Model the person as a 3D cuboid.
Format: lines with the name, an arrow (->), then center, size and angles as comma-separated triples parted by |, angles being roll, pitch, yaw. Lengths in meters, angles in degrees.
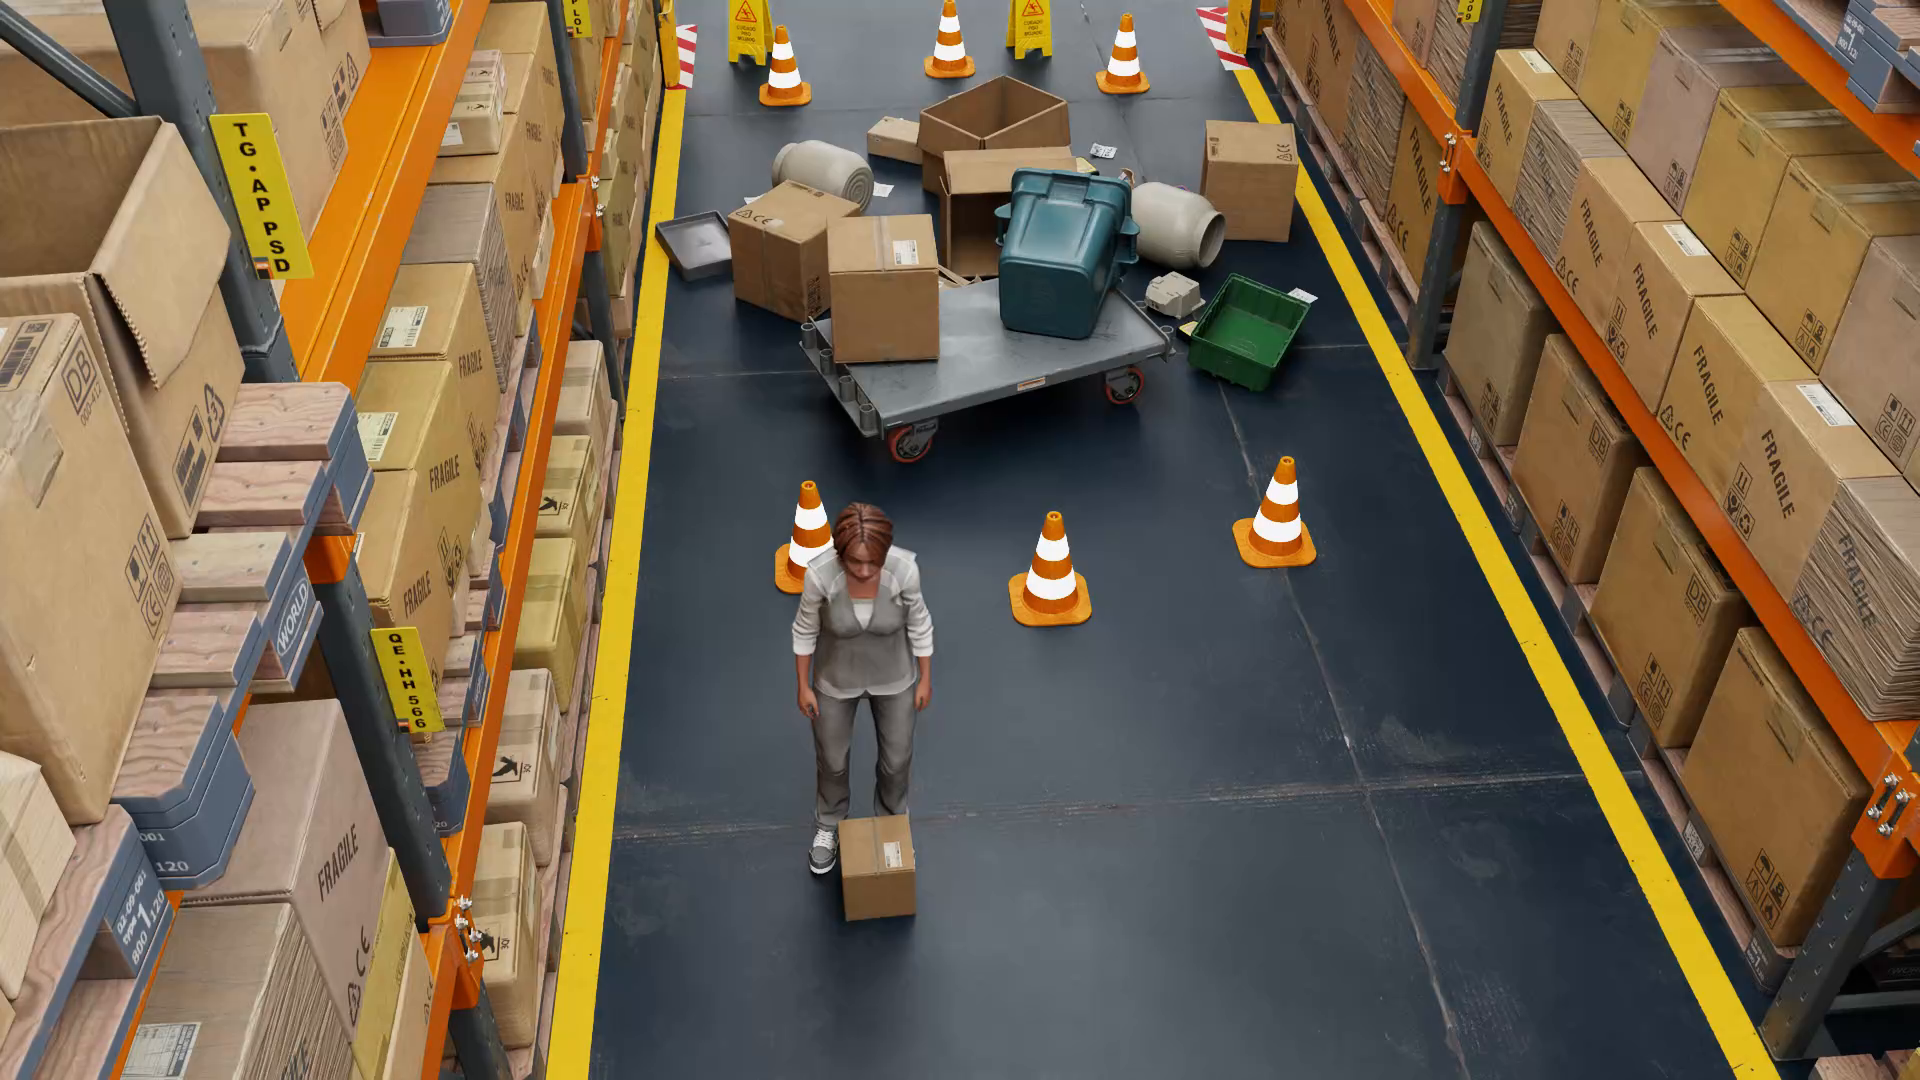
person -> -0.319, 0.489, 5.575 | 0.469, 1.591, 0.366 | -4, 40, -4
